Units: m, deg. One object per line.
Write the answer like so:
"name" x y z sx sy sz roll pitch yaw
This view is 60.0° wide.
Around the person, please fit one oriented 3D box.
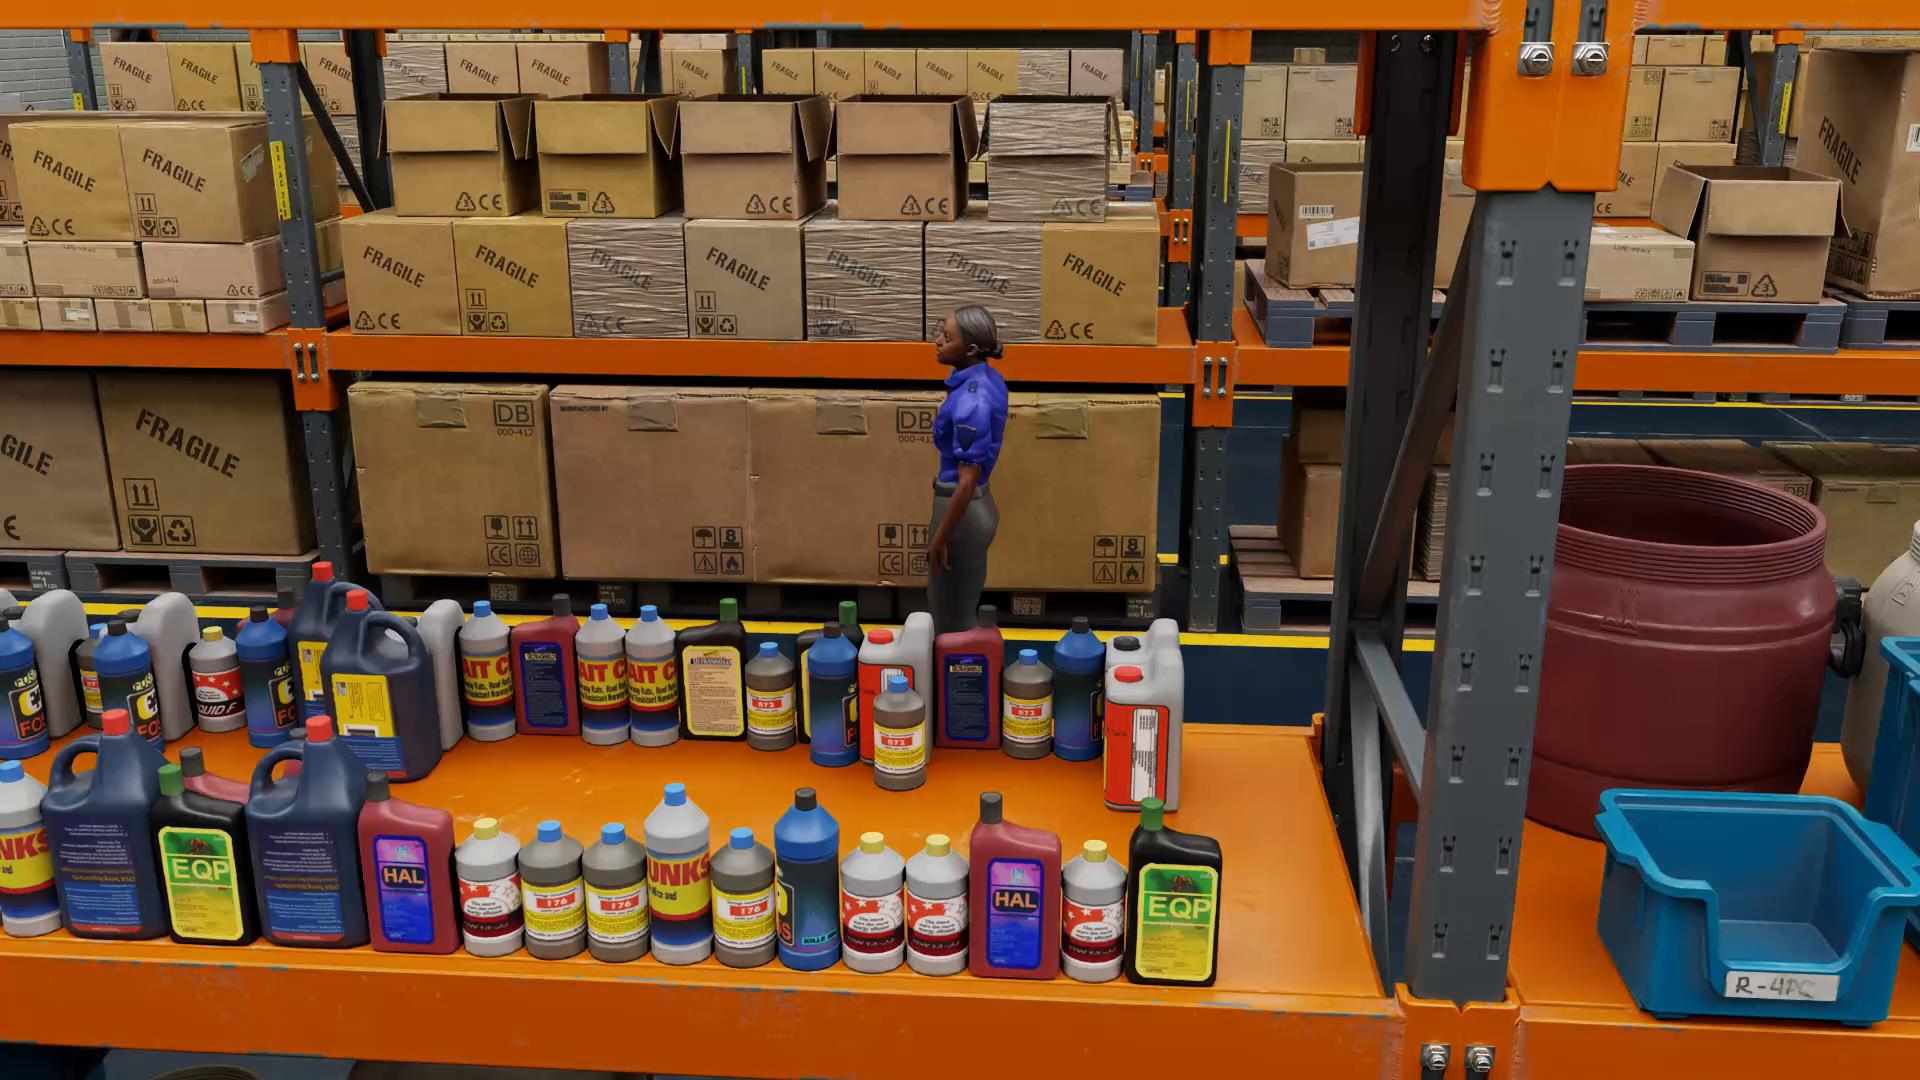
"person" -0.077 -0.072 6.260 0.504 1.654 0.569 2 18 7
